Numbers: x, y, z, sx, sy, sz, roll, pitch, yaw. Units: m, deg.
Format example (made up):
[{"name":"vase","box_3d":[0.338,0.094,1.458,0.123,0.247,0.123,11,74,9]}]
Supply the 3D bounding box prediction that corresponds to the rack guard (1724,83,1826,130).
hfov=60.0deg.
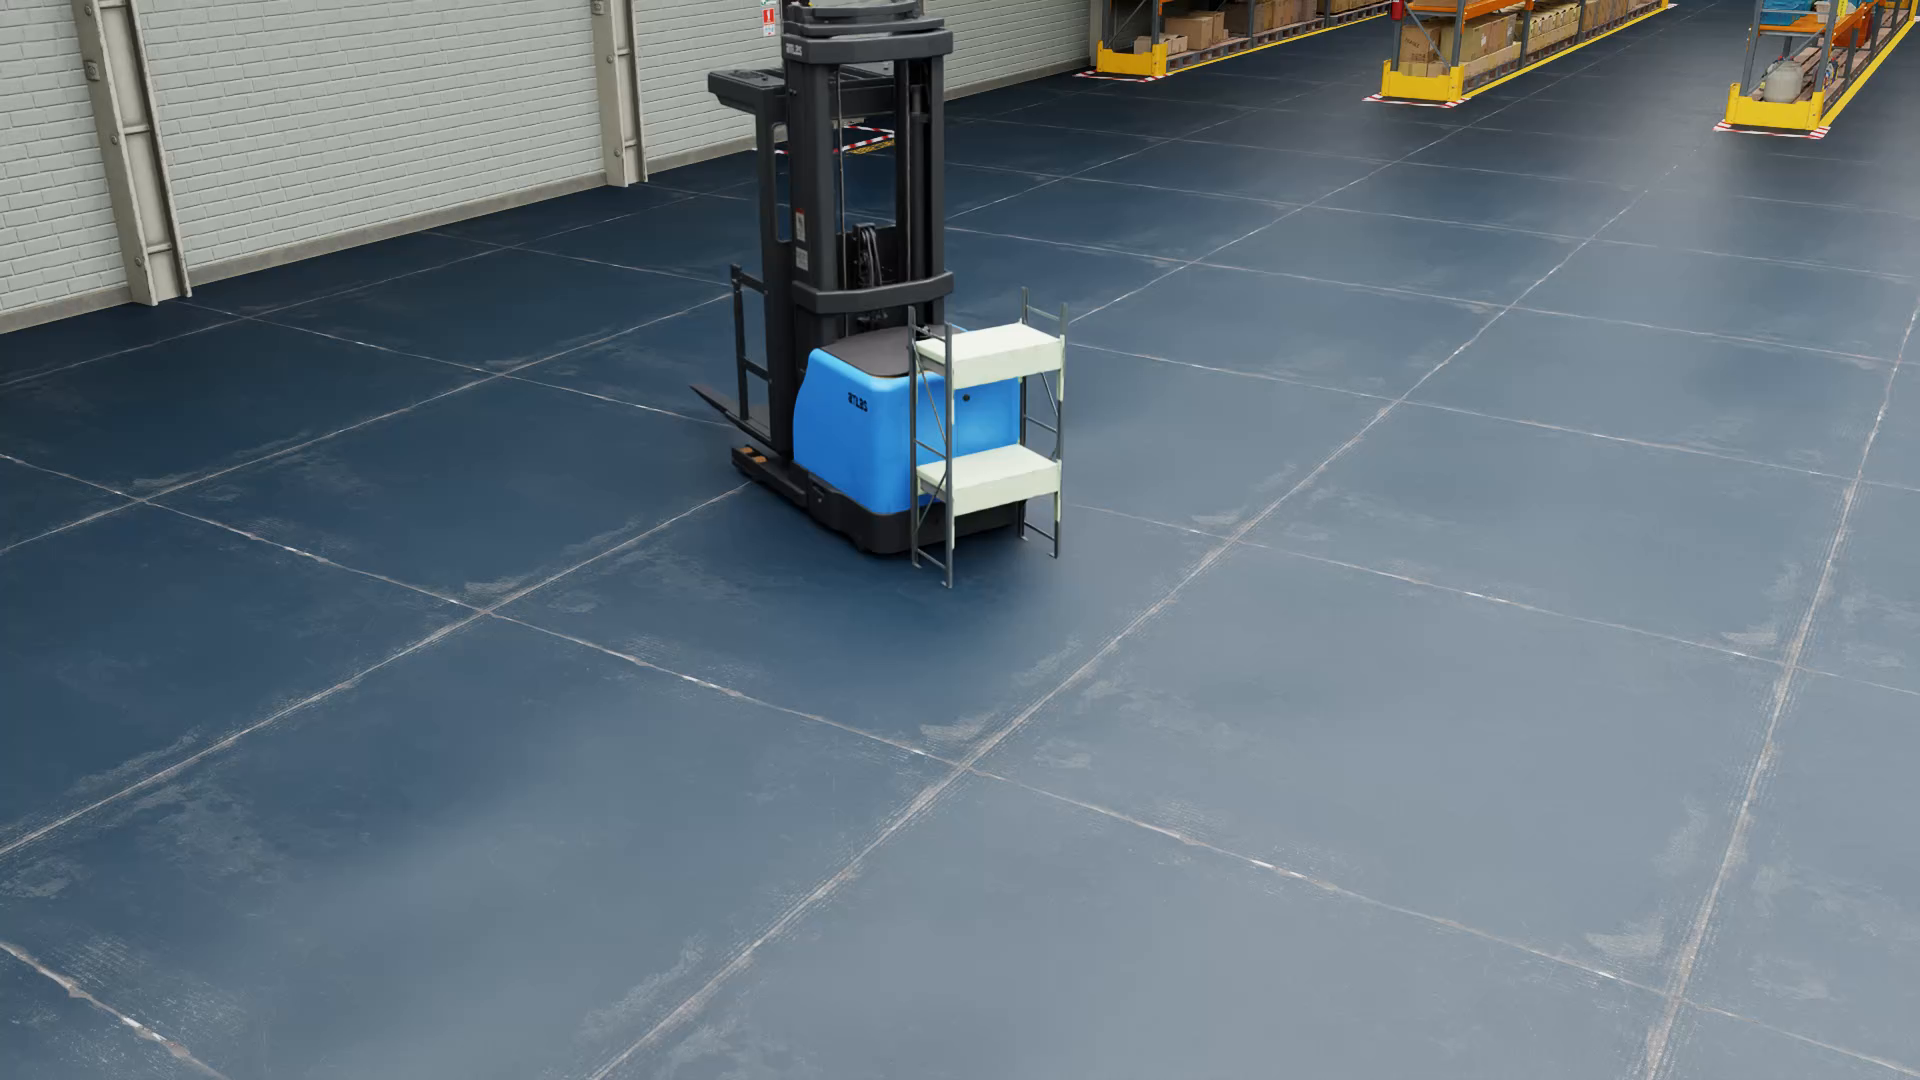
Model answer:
[{"name":"rack guard","box_3d":[11.233,-5.980,22.935,1.175,0.500,0.348,14,27,29]}]

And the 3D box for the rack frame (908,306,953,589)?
[{"name":"rack frame","box_3d":[-0.159,-0.486,8.986,0.023,1.500,0.400,-14,27,-30]}]

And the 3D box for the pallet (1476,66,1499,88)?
[{"name":"pallet","box_3d":[8.039,-7.529,26.875,1.003,0.211,1.213,14,27,29]}]

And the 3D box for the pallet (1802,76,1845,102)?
[{"name":"pallet","box_3d":[12.953,-6.944,25.525,1.003,0.211,1.213,14,27,29]}]

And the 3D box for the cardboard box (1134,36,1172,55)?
[{"name":"cardboard box","box_3d":[3.258,-8.351,28.095,0.500,0.311,0.500,11,26,23]}]

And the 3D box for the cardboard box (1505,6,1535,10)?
[{"name":"cardboard box","box_3d":[10.180,-9.554,30.269,0.500,0.311,0.500,13,27,28]}]

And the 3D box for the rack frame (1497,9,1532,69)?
[{"name":"rack frame","box_3d":[9.137,-9.481,27.876,1.000,3.000,0.127,14,27,29]}]

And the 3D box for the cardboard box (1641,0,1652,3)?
[{"name":"cardboard box","box_3d":[14.862,-11.922,36.421,0.500,0.250,0.500,14,27,29]}]

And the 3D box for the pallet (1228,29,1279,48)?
[{"name":"pallet","box_3d":[5.336,-9.501,31.432,1.003,0.211,1.213,14,27,29]}]

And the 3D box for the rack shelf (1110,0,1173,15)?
[{"name":"rack shelf","box_3d":[3.871,-9.513,28.854,1.077,0.370,4.000,14,27,29]}]

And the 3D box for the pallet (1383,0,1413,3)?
[{"name":"pallet","box_3d":[9.614,-12.179,37.617,1.003,0.211,1.213,14,27,29]}]

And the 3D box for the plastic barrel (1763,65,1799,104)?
[{"name":"plastic barrel","box_3d":[11.515,-6.381,23.317,0.421,0.512,0.421,0,23,0]}]

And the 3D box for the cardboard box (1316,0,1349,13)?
[{"name":"cardboard box","box_3d":[7.536,-11.295,34.243,0.750,0.750,0.750,13,27,28]}]

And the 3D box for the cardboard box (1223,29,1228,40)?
[{"name":"cardboard box","box_3d":[4.669,-9.233,30.314,0.380,0.166,0.250,10,25,22]}]

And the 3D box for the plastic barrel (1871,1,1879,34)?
[{"name":"plastic barrel","box_3d":[16.888,-9.953,31.077,0.600,0.901,0.708,14,27,29]}]

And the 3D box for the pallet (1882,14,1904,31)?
[{"name":"pallet","box_3d":[18.560,-10.532,33.813,1.003,0.211,1.213,14,27,29]}]

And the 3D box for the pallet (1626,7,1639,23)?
[{"name":"pallet","box_3d":[13.720,-11.133,35.202,1.003,0.211,1.213,14,27,29]}]

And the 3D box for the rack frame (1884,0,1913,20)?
[{"name":"rack frame","box_3d":[19.673,-12.492,34.830,1.000,3.000,0.127,14,27,29]}]

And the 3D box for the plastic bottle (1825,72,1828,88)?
[{"name":"plastic bottle","box_3d":[12.635,-6.704,24.341,0.097,0.271,0.097,0,23,0]}]

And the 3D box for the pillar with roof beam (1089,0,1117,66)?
[{"name":"pillar with roof beam","box_3d":[6.108,-11.436,24.841,9.100,9.000,0.400,14,27,29]}]

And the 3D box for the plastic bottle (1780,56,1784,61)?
[{"name":"plastic bottle","box_3d":[12.565,-7.243,25.485,0.144,0.351,0.185,15,27,30]}]

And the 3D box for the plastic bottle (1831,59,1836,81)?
[{"name":"plastic bottle","box_3d":[13.147,-7.086,25.122,0.144,0.351,0.185,12,26,26]}]

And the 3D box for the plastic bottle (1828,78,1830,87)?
[{"name":"plastic bottle","box_3d":[12.848,-6.808,24.670,0.097,0.201,0.097,0,23,0]}]

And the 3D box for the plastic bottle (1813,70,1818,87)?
[{"name":"plastic bottle","box_3d":[12.797,-6.914,24.810,0.061,0.283,0.133,14,27,29]}]

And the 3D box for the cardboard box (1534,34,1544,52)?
[{"name":"cardboard box","box_3d":[9.831,-8.669,28.931,0.500,0.250,0.500,15,27,30]}]

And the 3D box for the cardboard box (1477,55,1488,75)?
[{"name":"cardboard box","box_3d":[8.023,-7.535,26.311,0.500,0.250,0.500,14,27,29]}]

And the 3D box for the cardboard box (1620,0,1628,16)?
[{"name":"cardboard box","box_3d":[13.340,-11.009,33.998,0.500,0.500,0.500,14,27,29]}]

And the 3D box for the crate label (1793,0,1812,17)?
[{"name":"crate label","box_3d":[11.974,-7.786,23.915,0.502,0.435,0.616,14,27,29]}]

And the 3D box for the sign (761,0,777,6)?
[{"name":"sign","box_3d":[-2.420,-6.829,21.036,0.001,0.109,0.331,14,27,29]}]

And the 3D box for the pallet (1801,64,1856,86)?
[{"name":"pallet","box_3d":[13.724,-7.435,26.660,1.003,0.211,1.213,14,27,29]}]

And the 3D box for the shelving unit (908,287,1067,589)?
[{"name":"shelving unit","box_3d":[0.149,-0.565,9.168,0.755,1.500,0.431,-14,27,-30]}]

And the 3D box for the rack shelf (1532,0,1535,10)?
[{"name":"rack shelf","box_3d":[10.192,-9.826,29.578,1.077,0.370,4.000,14,27,29]}]

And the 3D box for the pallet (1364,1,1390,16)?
[{"name":"pallet","box_3d":[8.803,-11.662,36.424,1.003,0.211,1.213,14,27,29]}]

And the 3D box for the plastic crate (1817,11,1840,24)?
[{"name":"plastic crate","box_3d":[11.978,-7.205,22.951,0.298,0.136,0.250,14,27,29]}]

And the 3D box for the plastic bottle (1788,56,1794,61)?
[{"name":"plastic bottle","box_3d":[12.687,-7.212,25.415,0.144,0.351,0.185,14,27,29]}]

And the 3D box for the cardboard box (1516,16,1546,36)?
[{"name":"cardboard box","box_3d":[9.835,-8.925,28.816,0.500,0.311,0.500,14,27,28]}]

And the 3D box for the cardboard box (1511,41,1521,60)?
[{"name":"cardboard box","box_3d":[9.078,-8.210,27.871,0.500,0.250,0.500,14,27,29]}]

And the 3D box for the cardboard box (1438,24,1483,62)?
[{"name":"cardboard box","box_3d":[7.761,-7.710,25.772,0.500,0.500,0.500,14,27,29]}]

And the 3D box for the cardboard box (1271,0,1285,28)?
[{"name":"cardboard box","box_3d":[5.834,-10.173,32.067,0.700,0.500,0.500,14,27,30]}]

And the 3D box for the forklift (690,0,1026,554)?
[{"name":"forklift","box_3d":[-0.817,-1.804,10.228,1.130,2.935,3.031,-14,27,-29]}]

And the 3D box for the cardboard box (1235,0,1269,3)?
[{"name":"cardboard box","box_3d":[5.530,-10.318,31.458,0.500,0.250,0.500,13,27,28]}]

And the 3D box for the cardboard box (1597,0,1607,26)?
[{"name":"cardboard box","box_3d":[12.270,-10.326,32.419,0.500,0.500,0.500,13,27,28]}]

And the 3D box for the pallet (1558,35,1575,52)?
[{"name":"pallet","box_3d":[10.779,-9.282,30.925,1.003,0.211,1.213,14,27,29]}]

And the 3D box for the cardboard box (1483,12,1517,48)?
[{"name":"cardboard box","box_3d":[8.804,-8.388,27.338,0.500,0.500,0.500,14,27,29]}]

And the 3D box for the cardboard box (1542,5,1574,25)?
[{"name":"cardboard box","box_3d":[10.911,-9.614,30.410,0.500,0.311,0.500,13,27,28]}]

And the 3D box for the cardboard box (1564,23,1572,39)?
[{"name":"cardboard box","box_3d":[10.907,-9.359,30.525,0.500,0.250,0.500,14,27,28]}]
